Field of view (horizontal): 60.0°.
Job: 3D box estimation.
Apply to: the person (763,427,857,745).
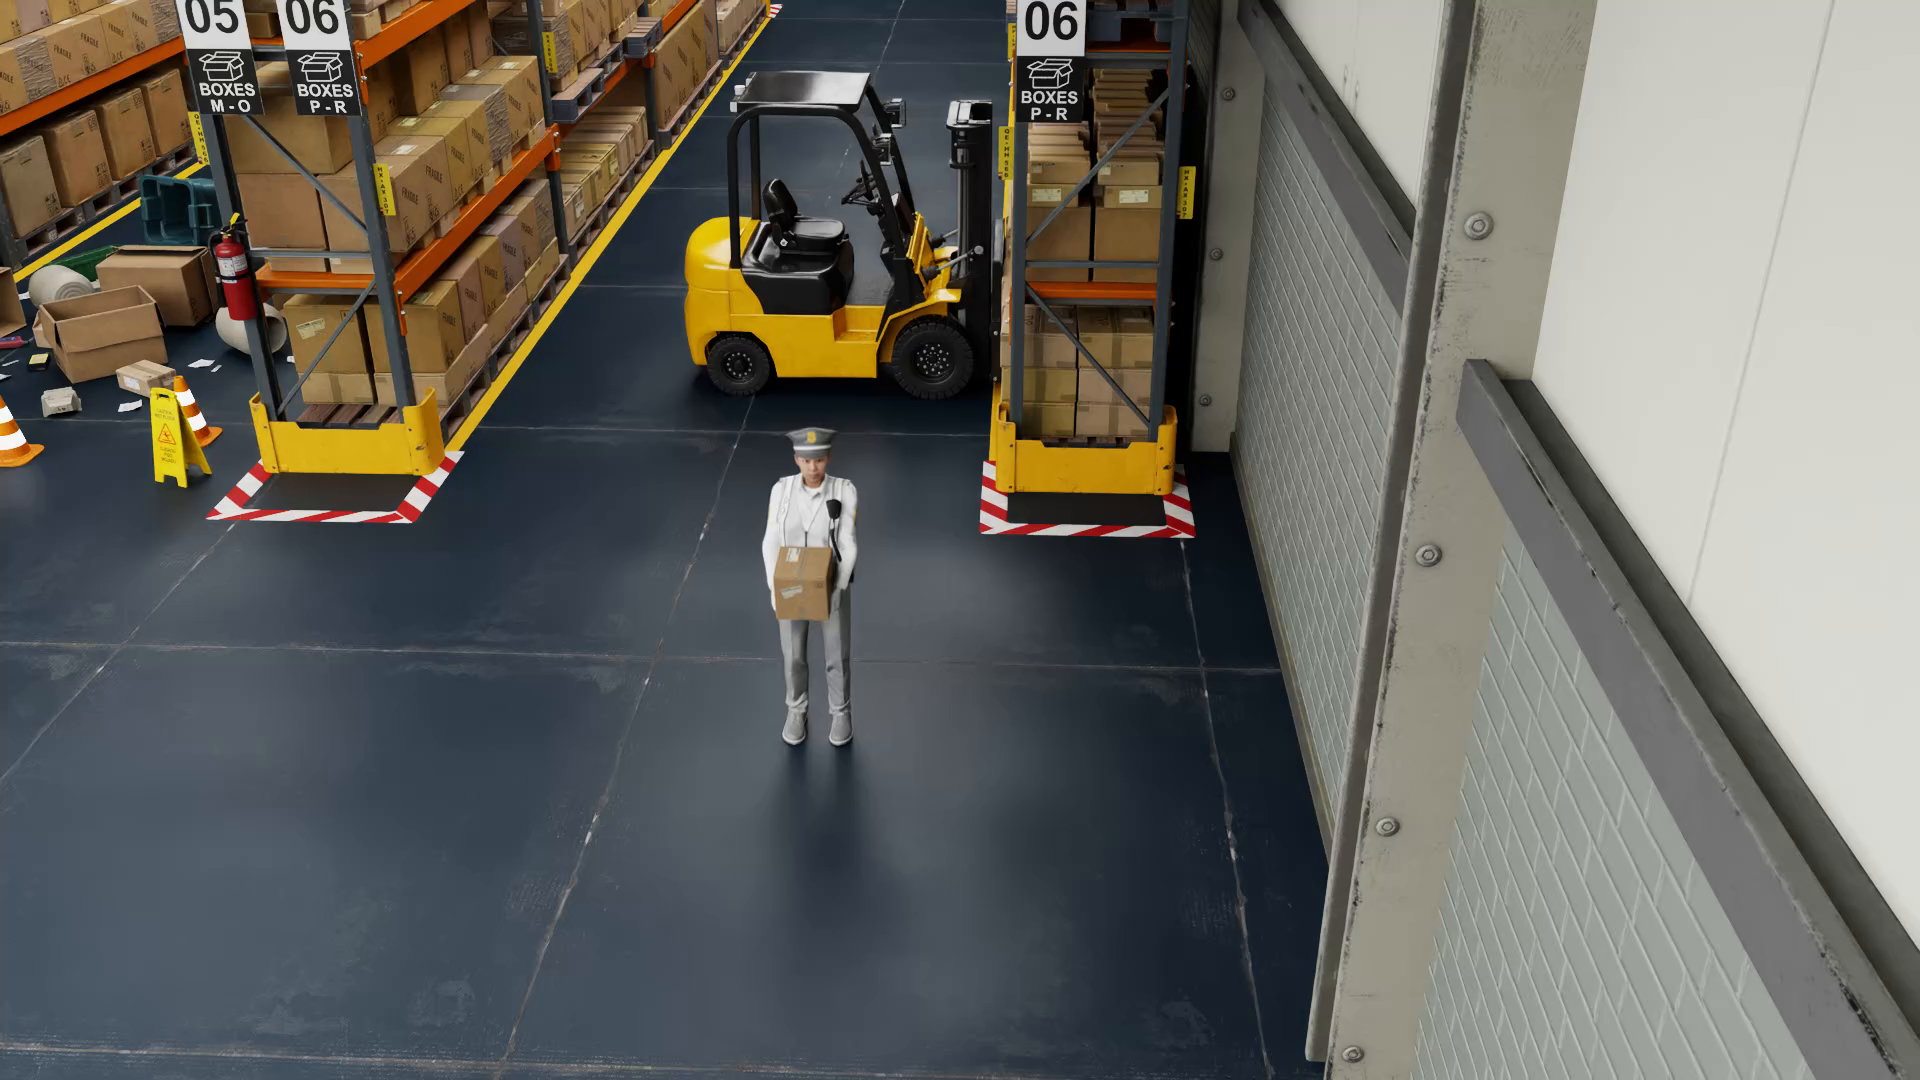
[{"bbox_3d":[-0.724,0.256,8.120,0.459,1.686,0.551,2,28,3],"label":"person"}]
